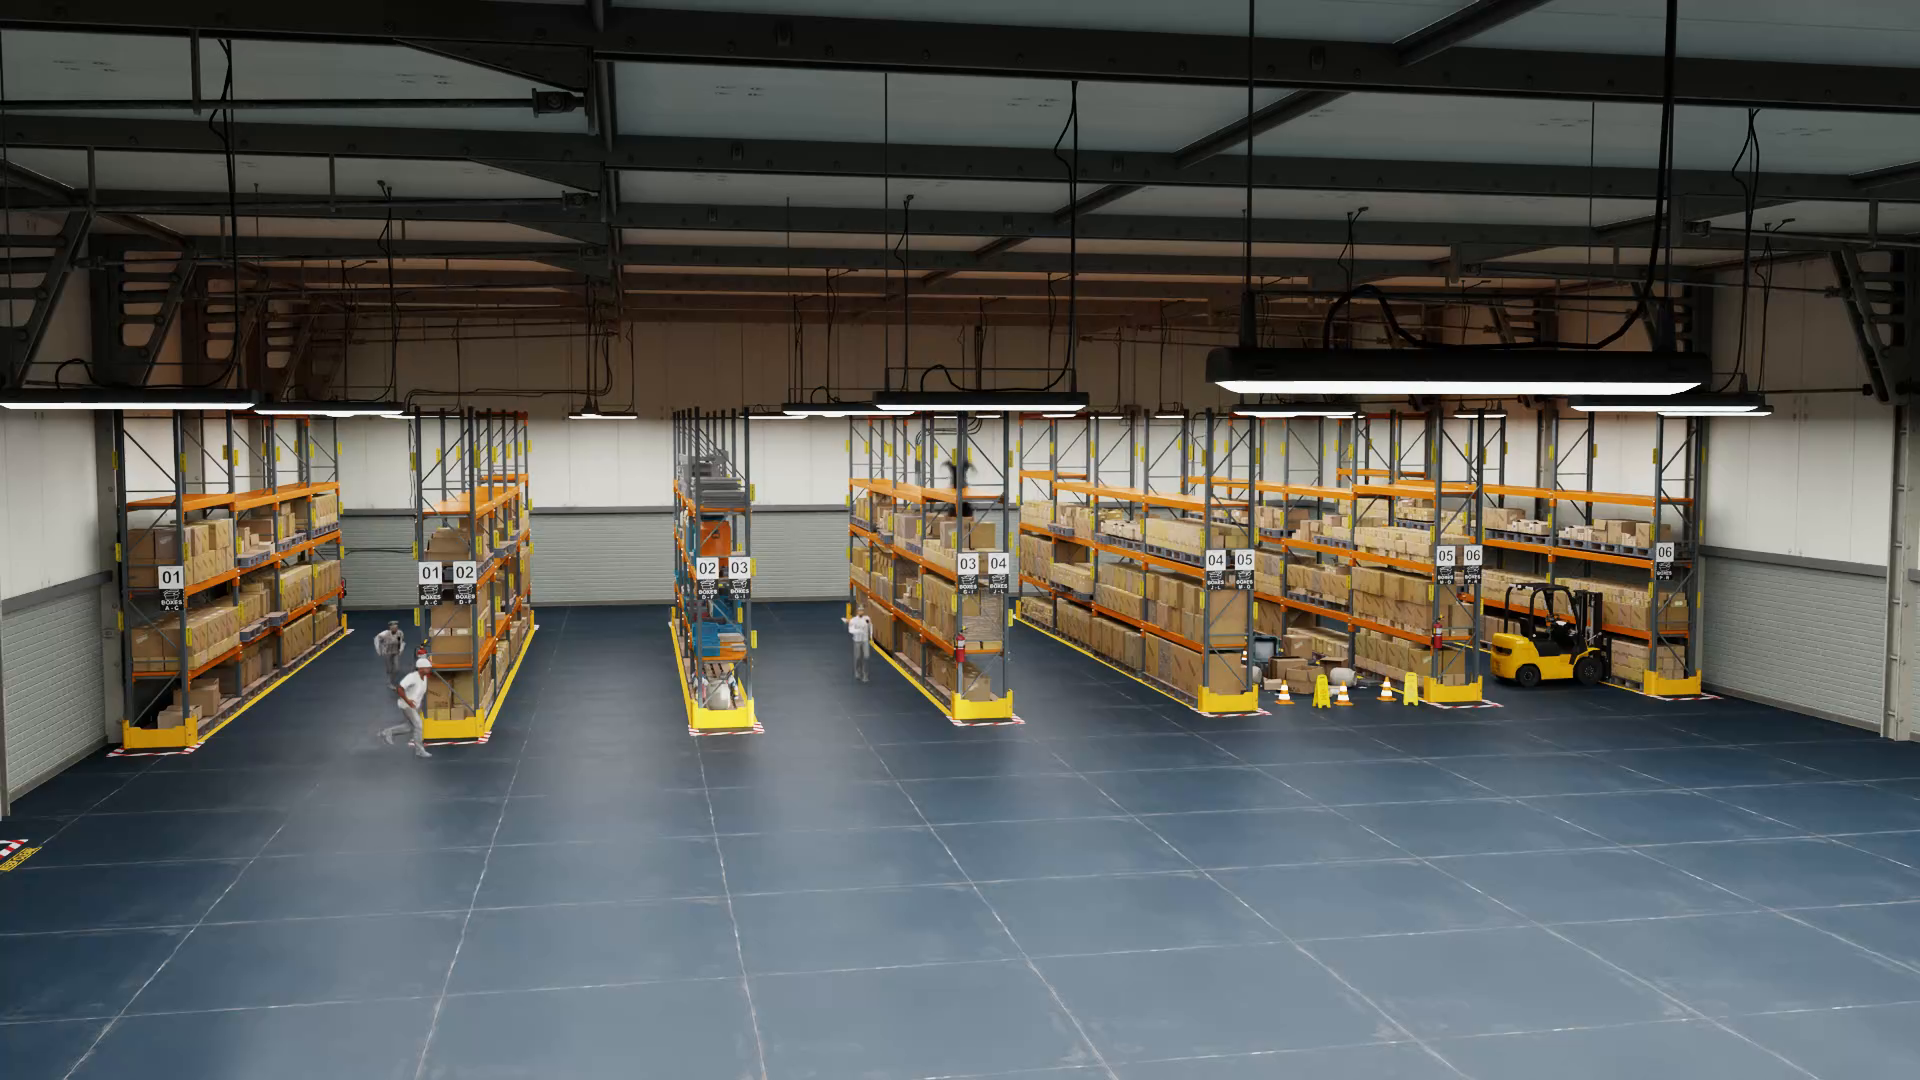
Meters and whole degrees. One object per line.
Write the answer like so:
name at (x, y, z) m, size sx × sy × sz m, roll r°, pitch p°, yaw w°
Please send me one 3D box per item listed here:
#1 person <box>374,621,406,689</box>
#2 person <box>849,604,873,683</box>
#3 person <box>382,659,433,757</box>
person at (-12.218, 2.463, 35.625) m, size 0.639 × 1.489 × 0.792 m, roll -2°, pitch 5°, yaw -29°
person at (-2.185, 2.270, 36.682) m, size 0.565 × 1.746 × 0.830 m, roll -1°, pitch 4°, yaw -11°
person at (-9.476, 2.875, 28.462) m, size 0.975 × 1.710 × 0.708 m, roll 1°, pitch 4°, yaw 14°
